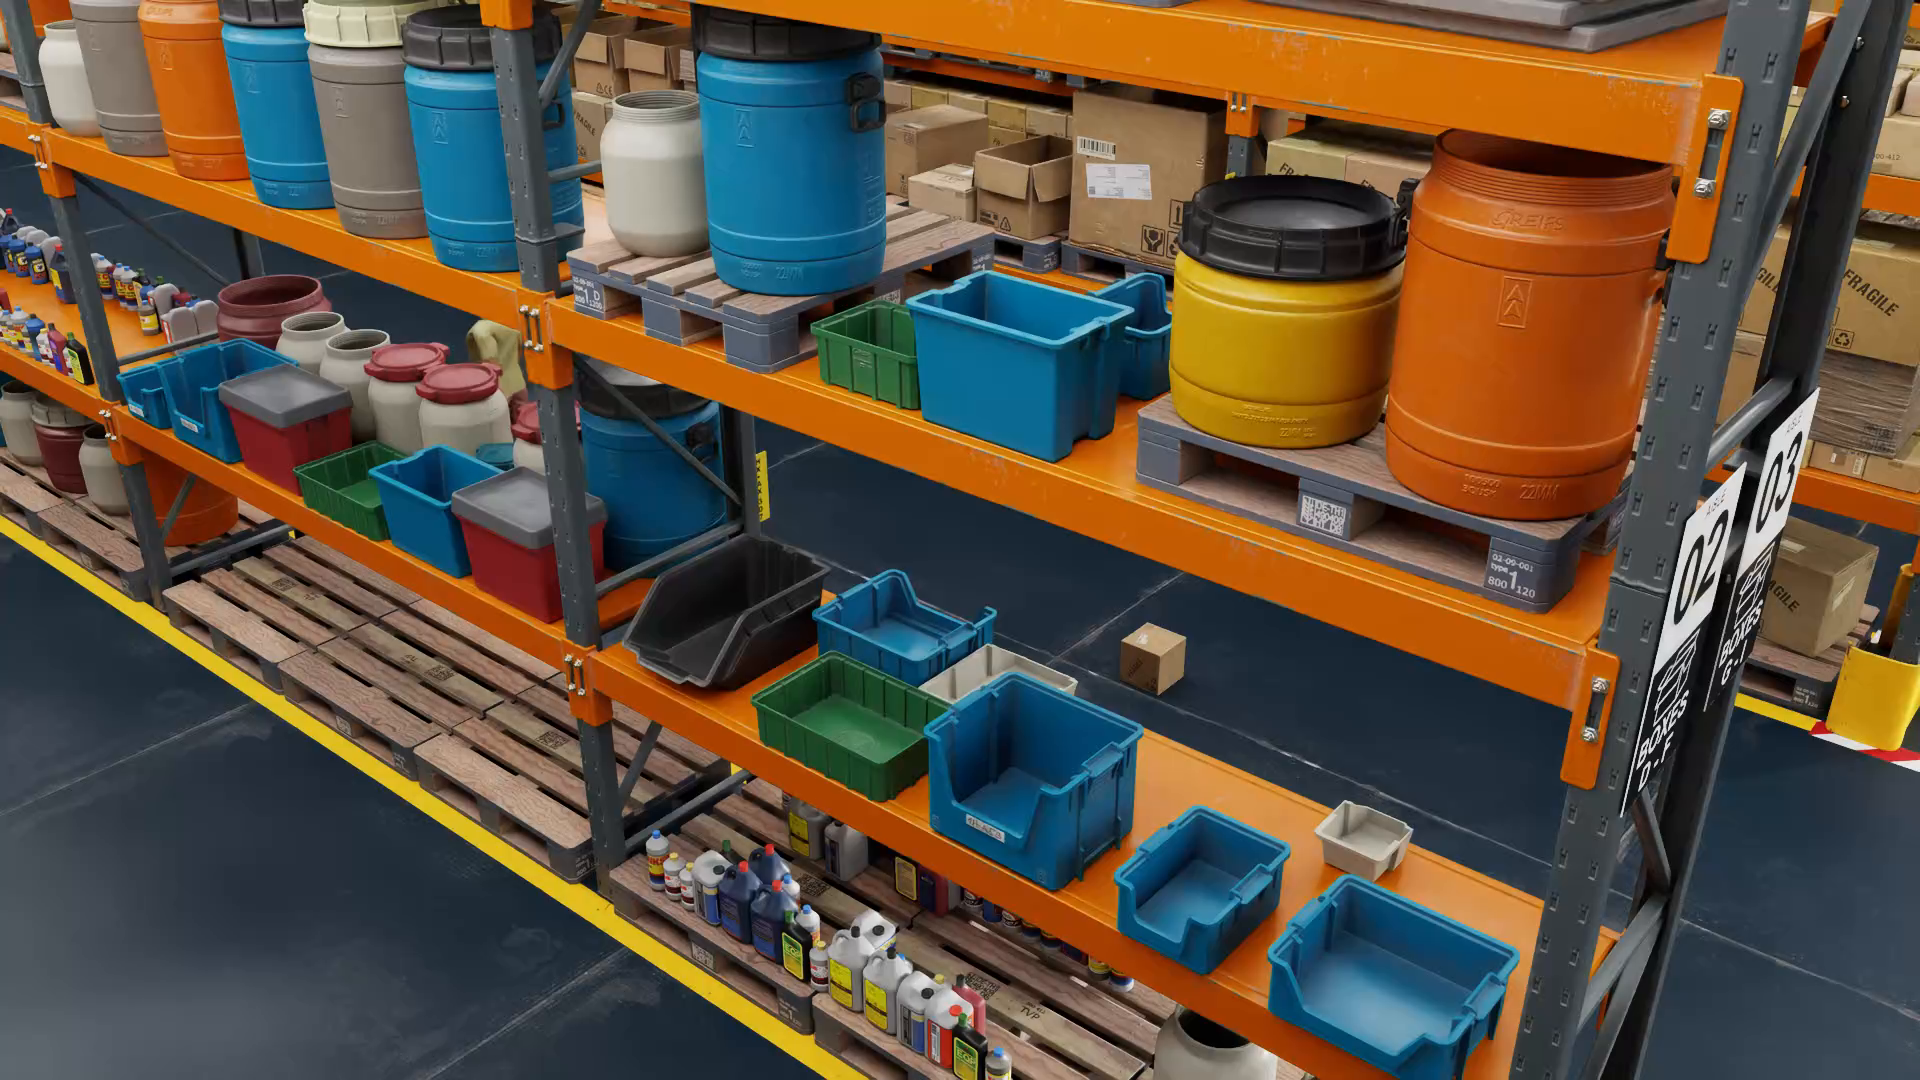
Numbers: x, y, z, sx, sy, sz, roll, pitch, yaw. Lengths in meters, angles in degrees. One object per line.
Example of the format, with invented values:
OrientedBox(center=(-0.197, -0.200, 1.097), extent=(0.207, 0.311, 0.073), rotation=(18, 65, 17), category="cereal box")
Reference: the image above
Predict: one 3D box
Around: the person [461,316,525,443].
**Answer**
OrientedBox(center=(-2.892, -0.925, 10.401), extent=(0.966, 1.631, 0.446), rotation=(13, 30, 24), category="person")
